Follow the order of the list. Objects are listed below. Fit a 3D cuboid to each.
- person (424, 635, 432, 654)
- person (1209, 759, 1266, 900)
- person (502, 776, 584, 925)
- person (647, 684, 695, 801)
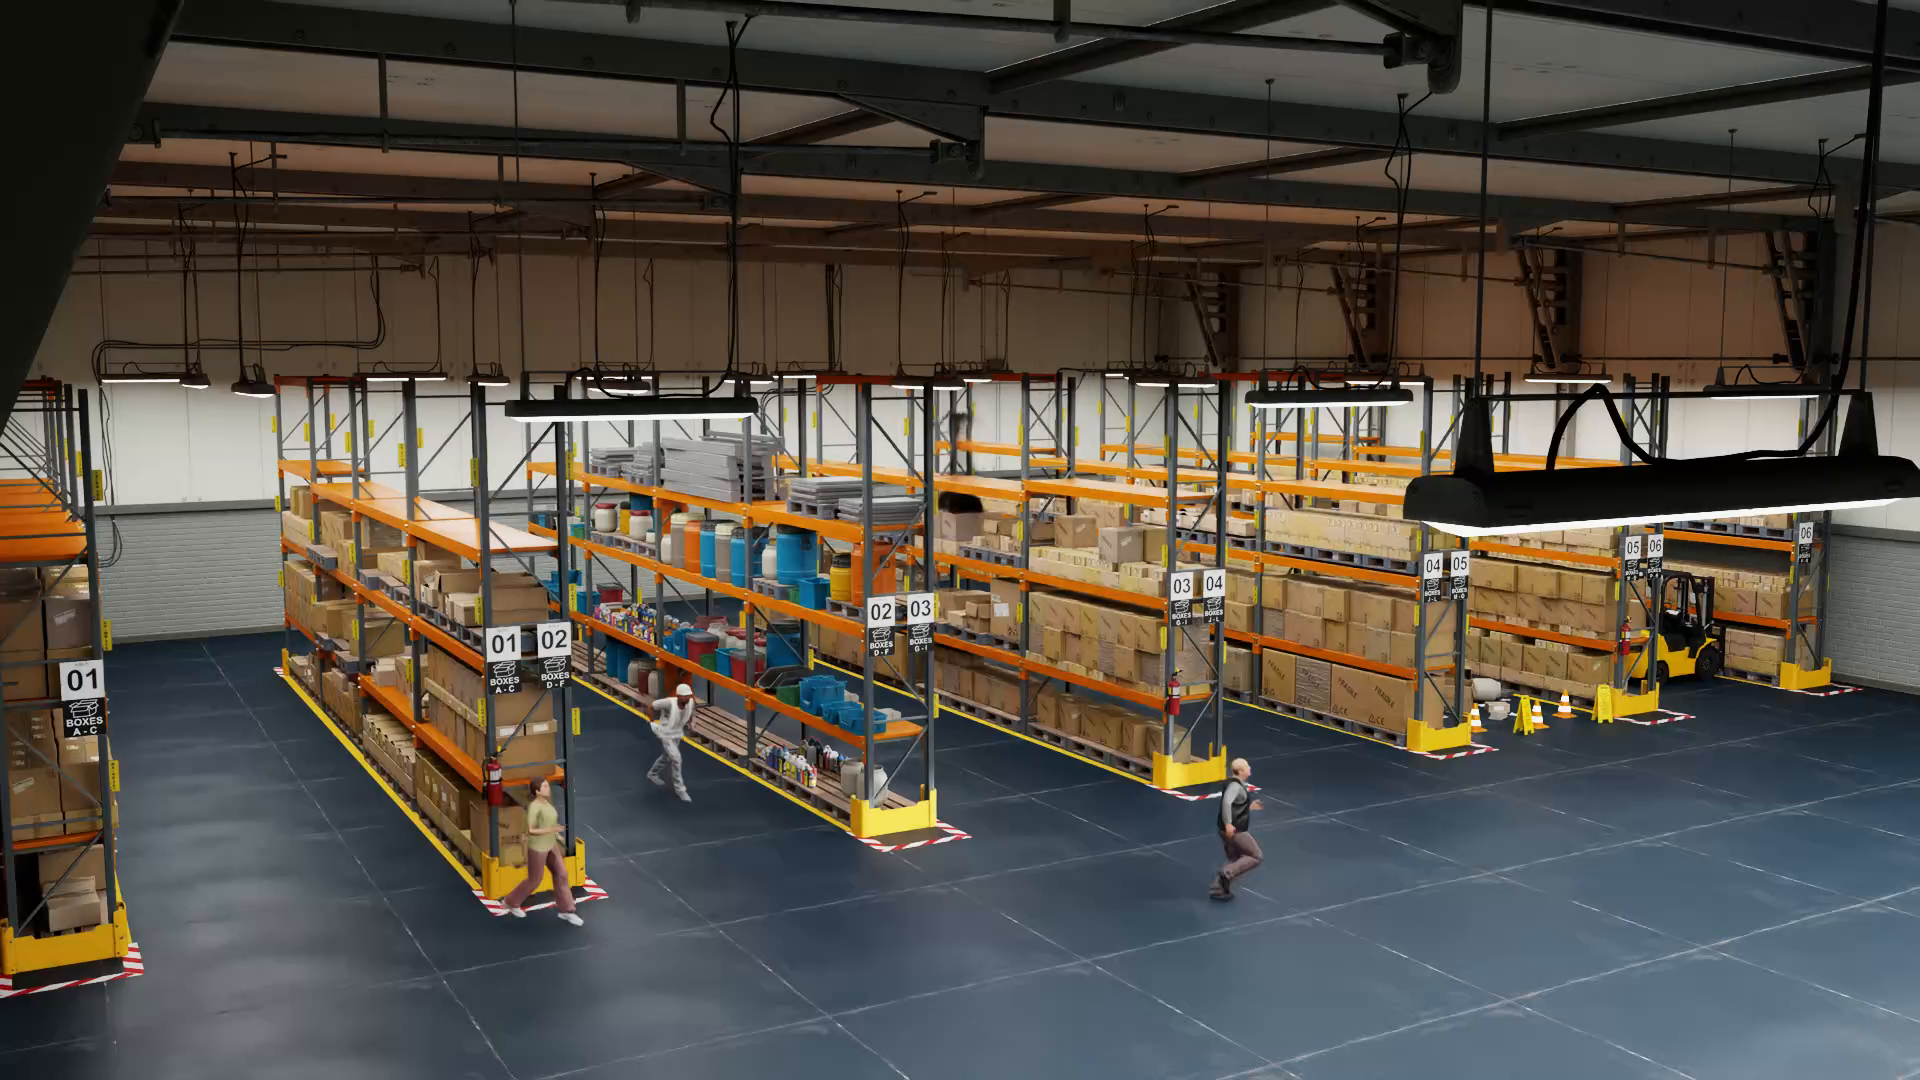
[{"bbox_3d":[-10.936,1.868,33.703,0.491,1.569,0.749,-5,8,-40],"label":"person"},{"bbox_3d":[3.236,3.372,19.380,0.670,1.656,0.648,0,6,-4],"label":"person"},{"bbox_3d":[-4.681,3.464,18.544,0.931,1.694,0.572,1,6,10],"label":"person"},{"bbox_3d":[-4.225,2.888,24.064,1.053,1.730,0.729,6,9,43],"label":"person"}]
